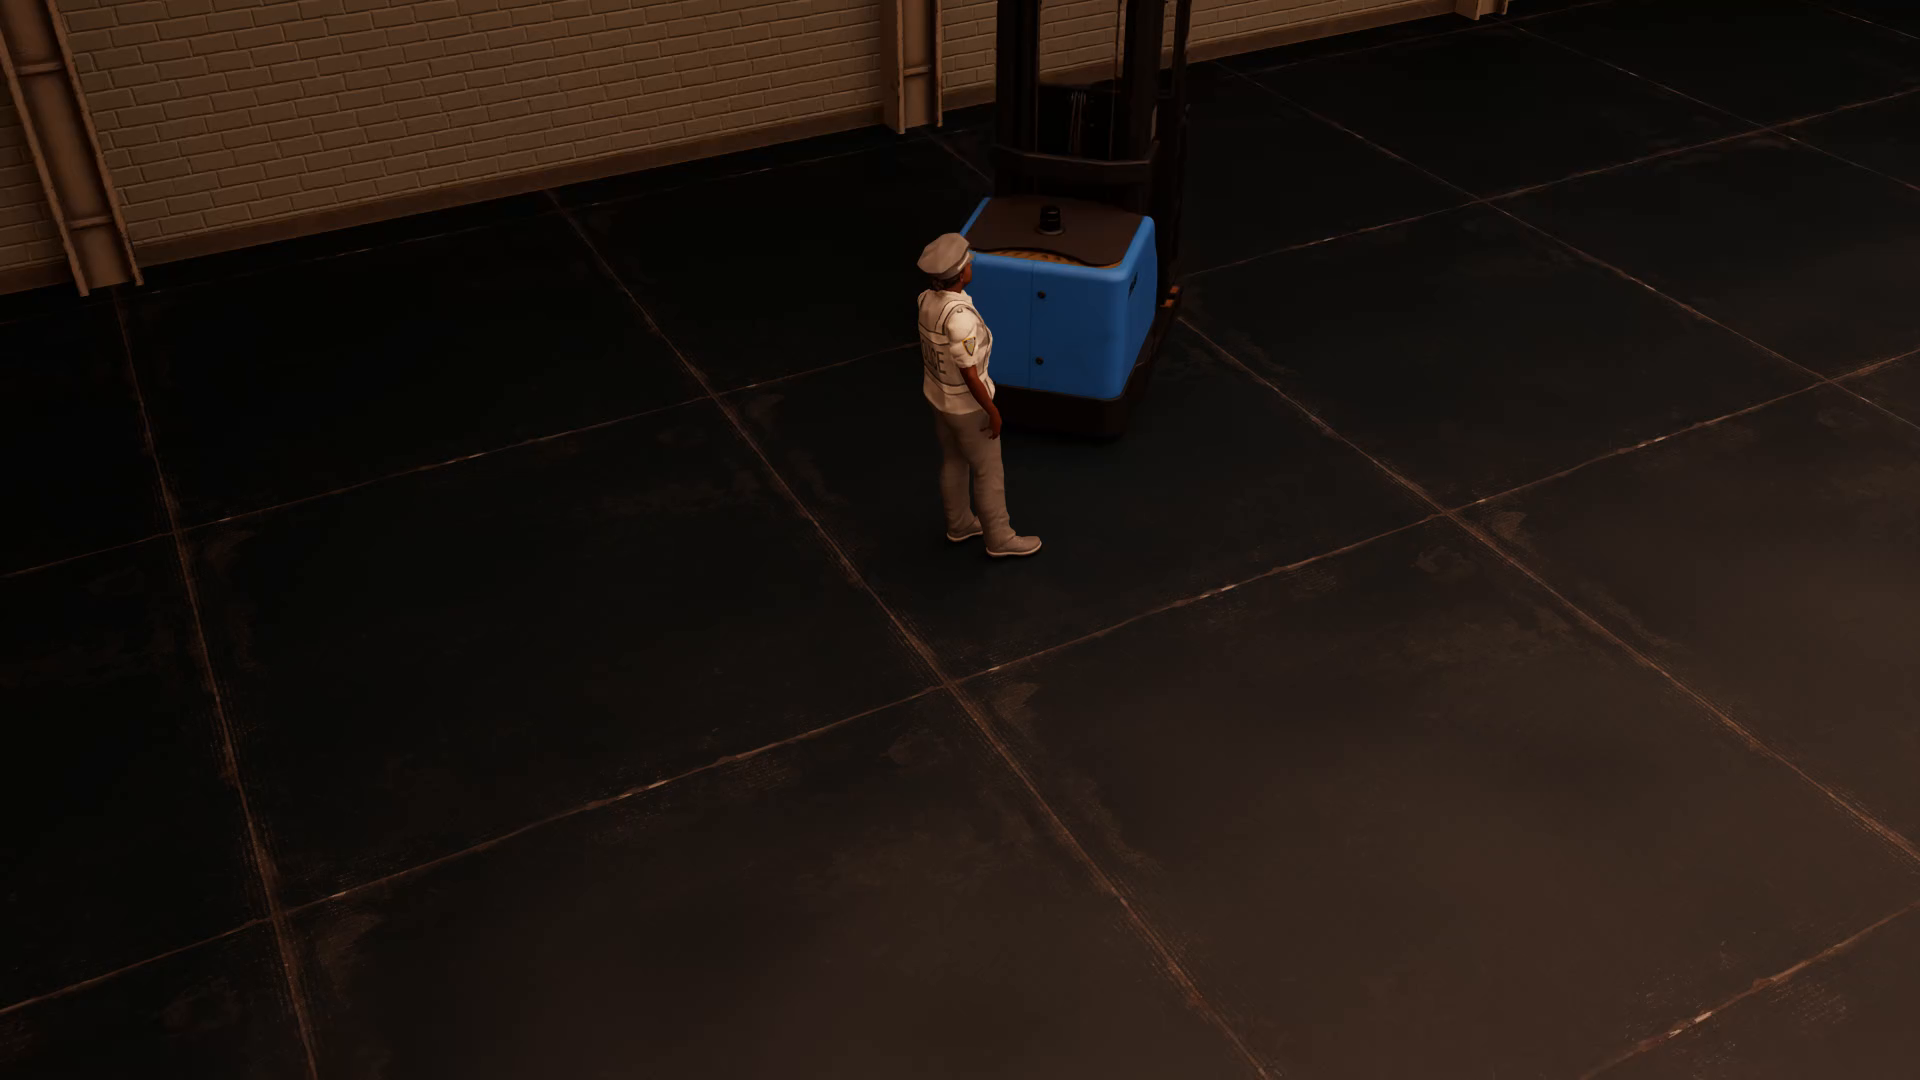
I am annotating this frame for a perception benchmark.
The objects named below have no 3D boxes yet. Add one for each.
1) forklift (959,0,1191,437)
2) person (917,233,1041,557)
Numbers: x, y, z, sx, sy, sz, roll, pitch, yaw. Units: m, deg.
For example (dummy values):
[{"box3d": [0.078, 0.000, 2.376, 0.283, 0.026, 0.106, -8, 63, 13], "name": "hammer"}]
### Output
[{"box3d": [0.814, -2.623, 9.834, 1.130, 2.935, 3.031, 10, 36, 13], "name": "forklift"}, {"box3d": [0.076, -0.707, 8.185, 0.528, 1.695, 0.570, -17, 39, -23], "name": "person"}]
